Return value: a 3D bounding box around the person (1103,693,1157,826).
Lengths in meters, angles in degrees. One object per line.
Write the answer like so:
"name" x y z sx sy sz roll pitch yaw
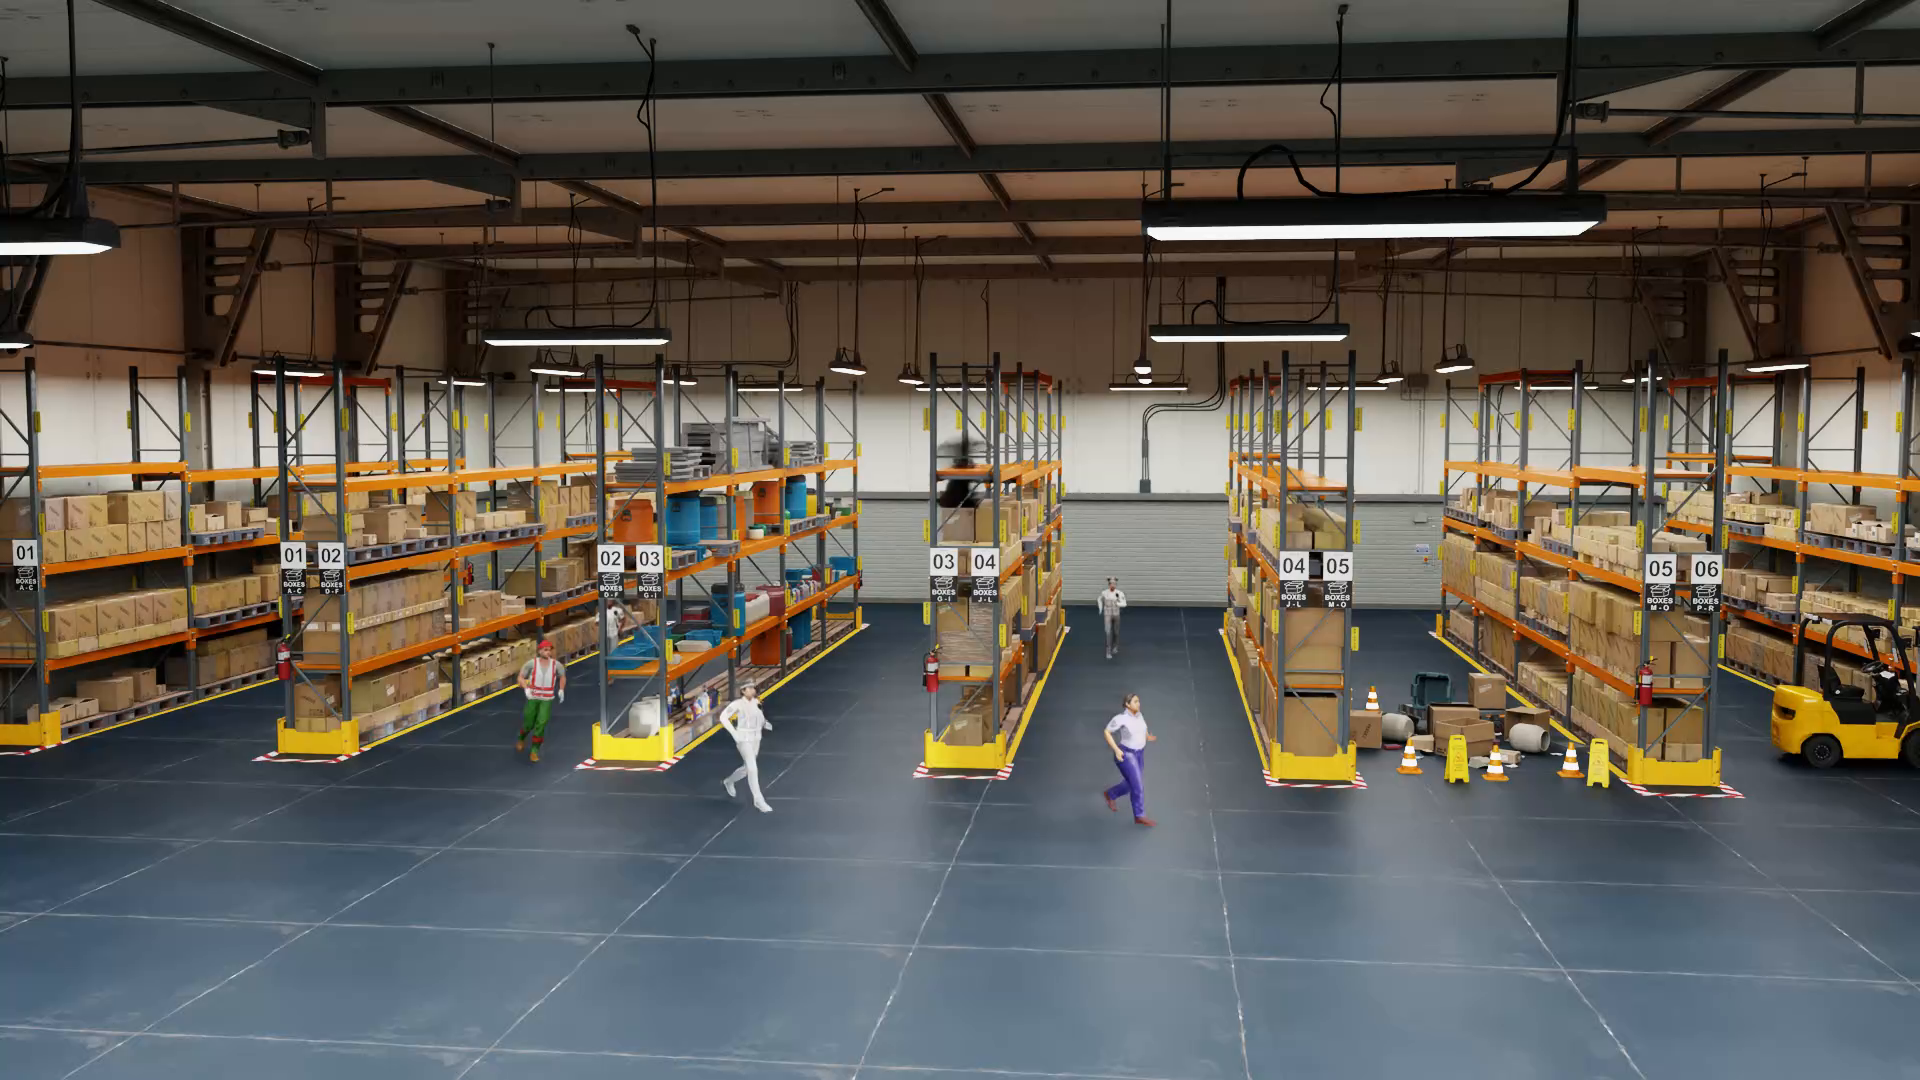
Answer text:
"person" 2.096 2.753 20.764 0.855 1.538 0.610 3 5 40

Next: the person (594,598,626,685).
"person" -6.721 1.870 31.886 0.575 1.691 0.909 0 4 -3

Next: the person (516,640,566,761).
"person" -6.240 2.369 24.856 0.725 1.754 0.778 -2 4 -23

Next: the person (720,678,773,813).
"person" -2.772 2.628 21.584 0.925 1.707 0.604 3 5 38

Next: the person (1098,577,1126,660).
"person" 3.239 1.637 35.395 0.599 1.721 0.870 0 4 3
